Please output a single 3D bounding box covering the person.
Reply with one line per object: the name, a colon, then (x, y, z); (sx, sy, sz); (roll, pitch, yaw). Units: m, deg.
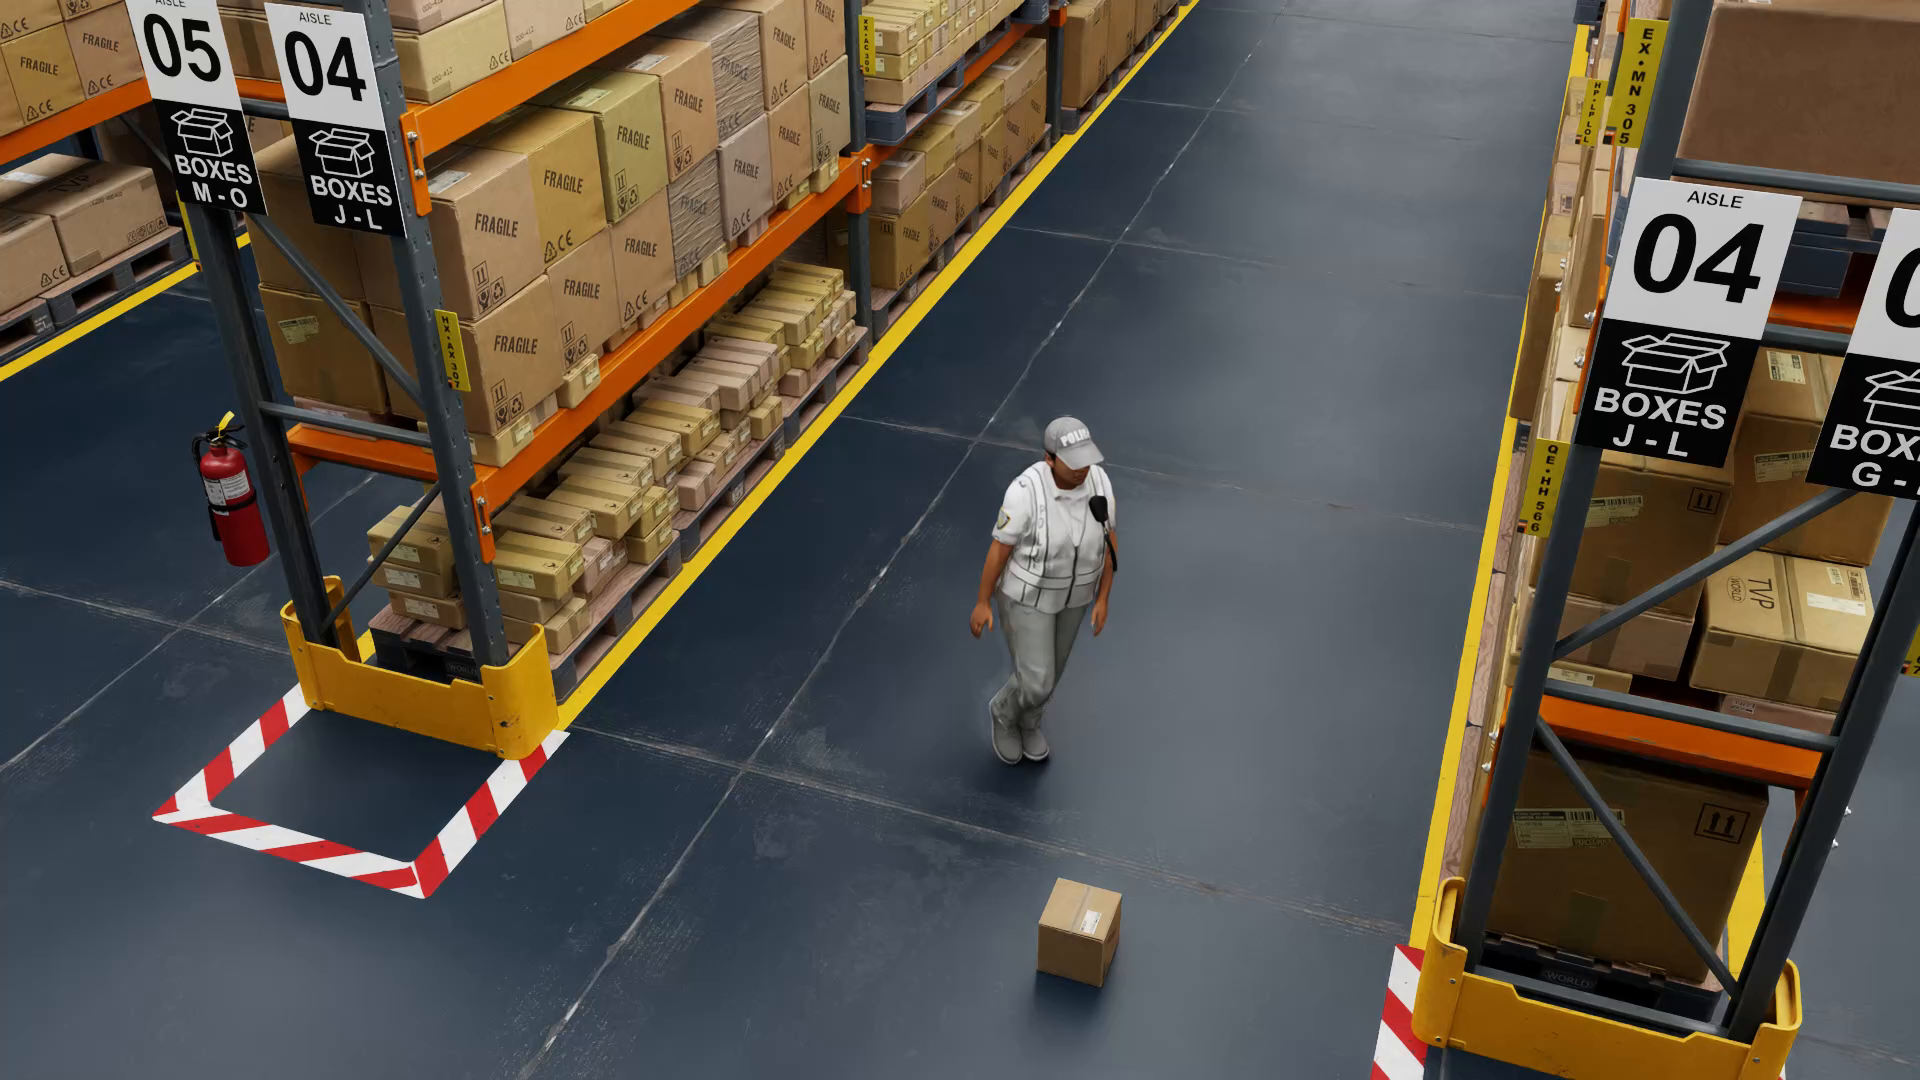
person: (0.336, 0.235, 6.759); (0.612, 1.651, 0.464); (-15, 36, -21)
